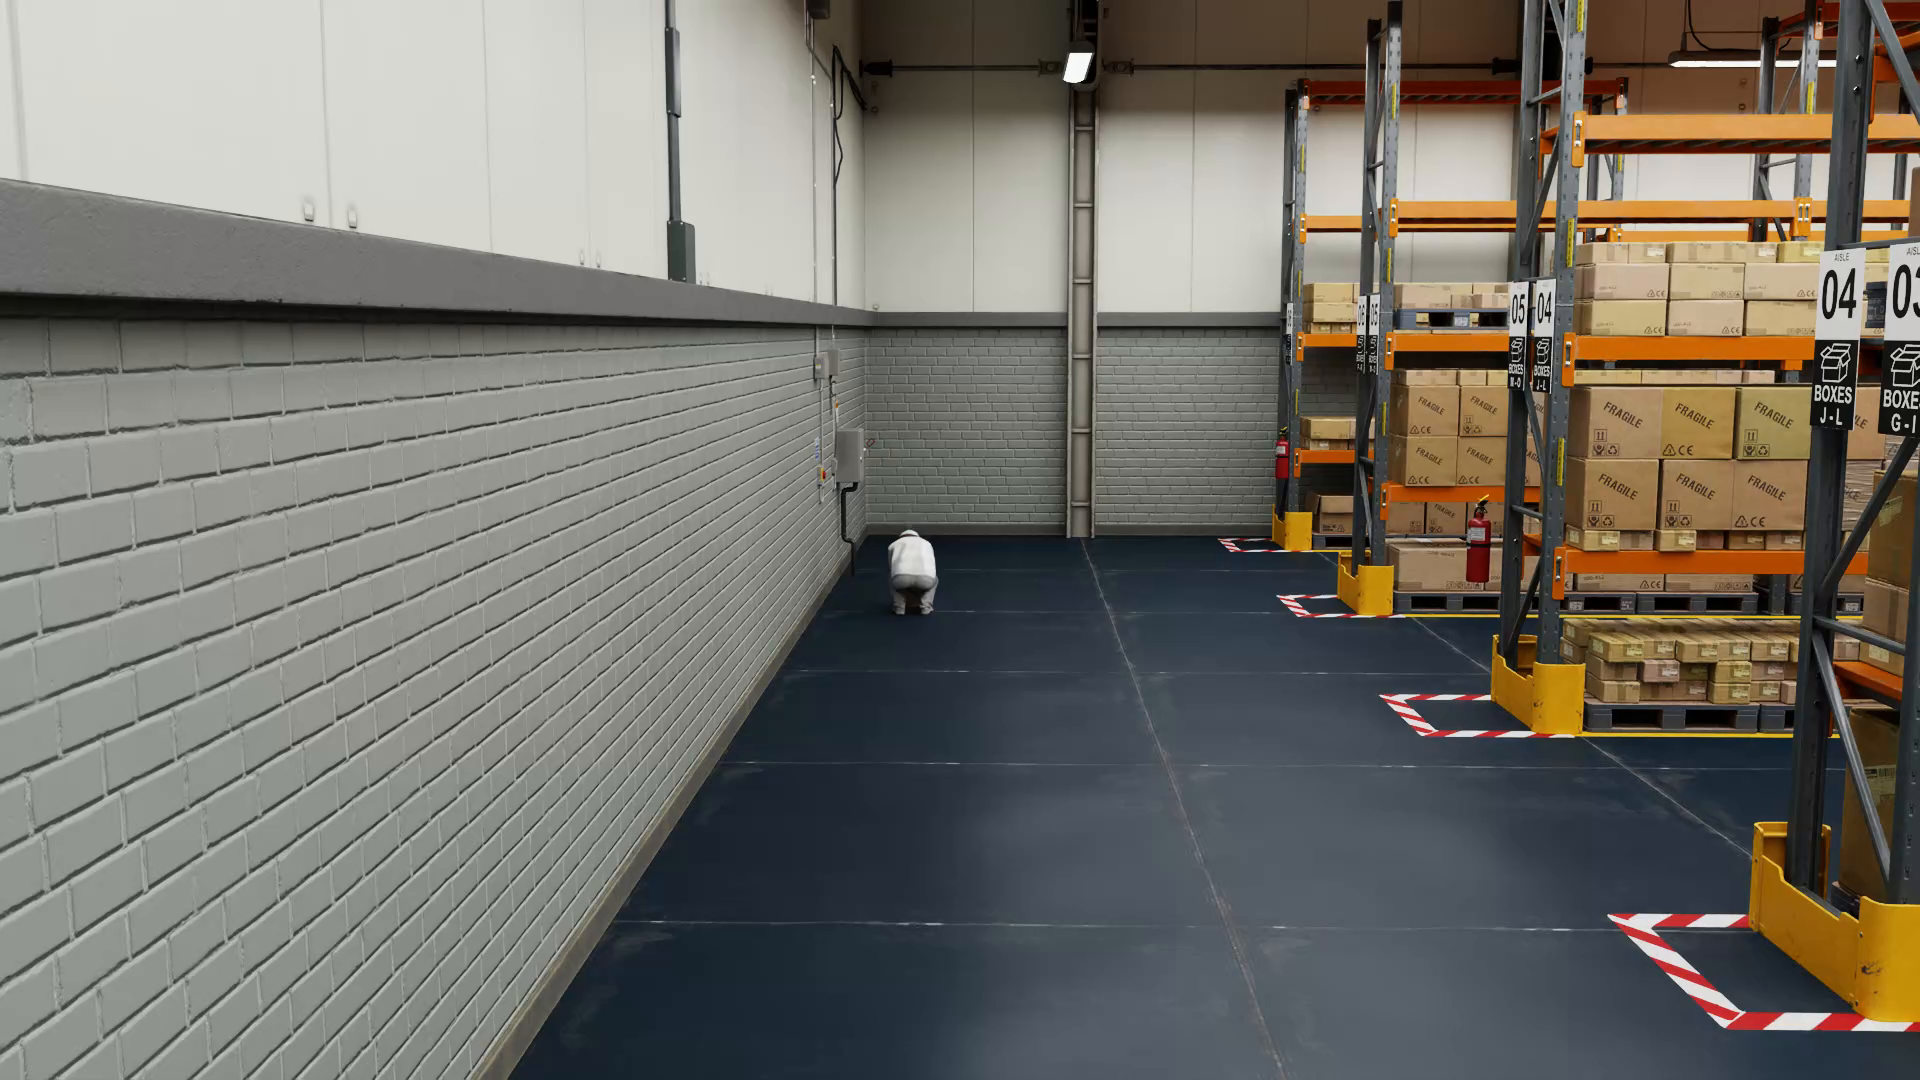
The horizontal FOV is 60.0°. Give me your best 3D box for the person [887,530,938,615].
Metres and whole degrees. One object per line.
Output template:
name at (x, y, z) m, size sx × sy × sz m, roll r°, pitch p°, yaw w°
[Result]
person at (-0.488, 0.371, 17.032) m, size 0.524 × 0.868 × 0.958 m, roll 0°, pitch 7°, yaw 1°
